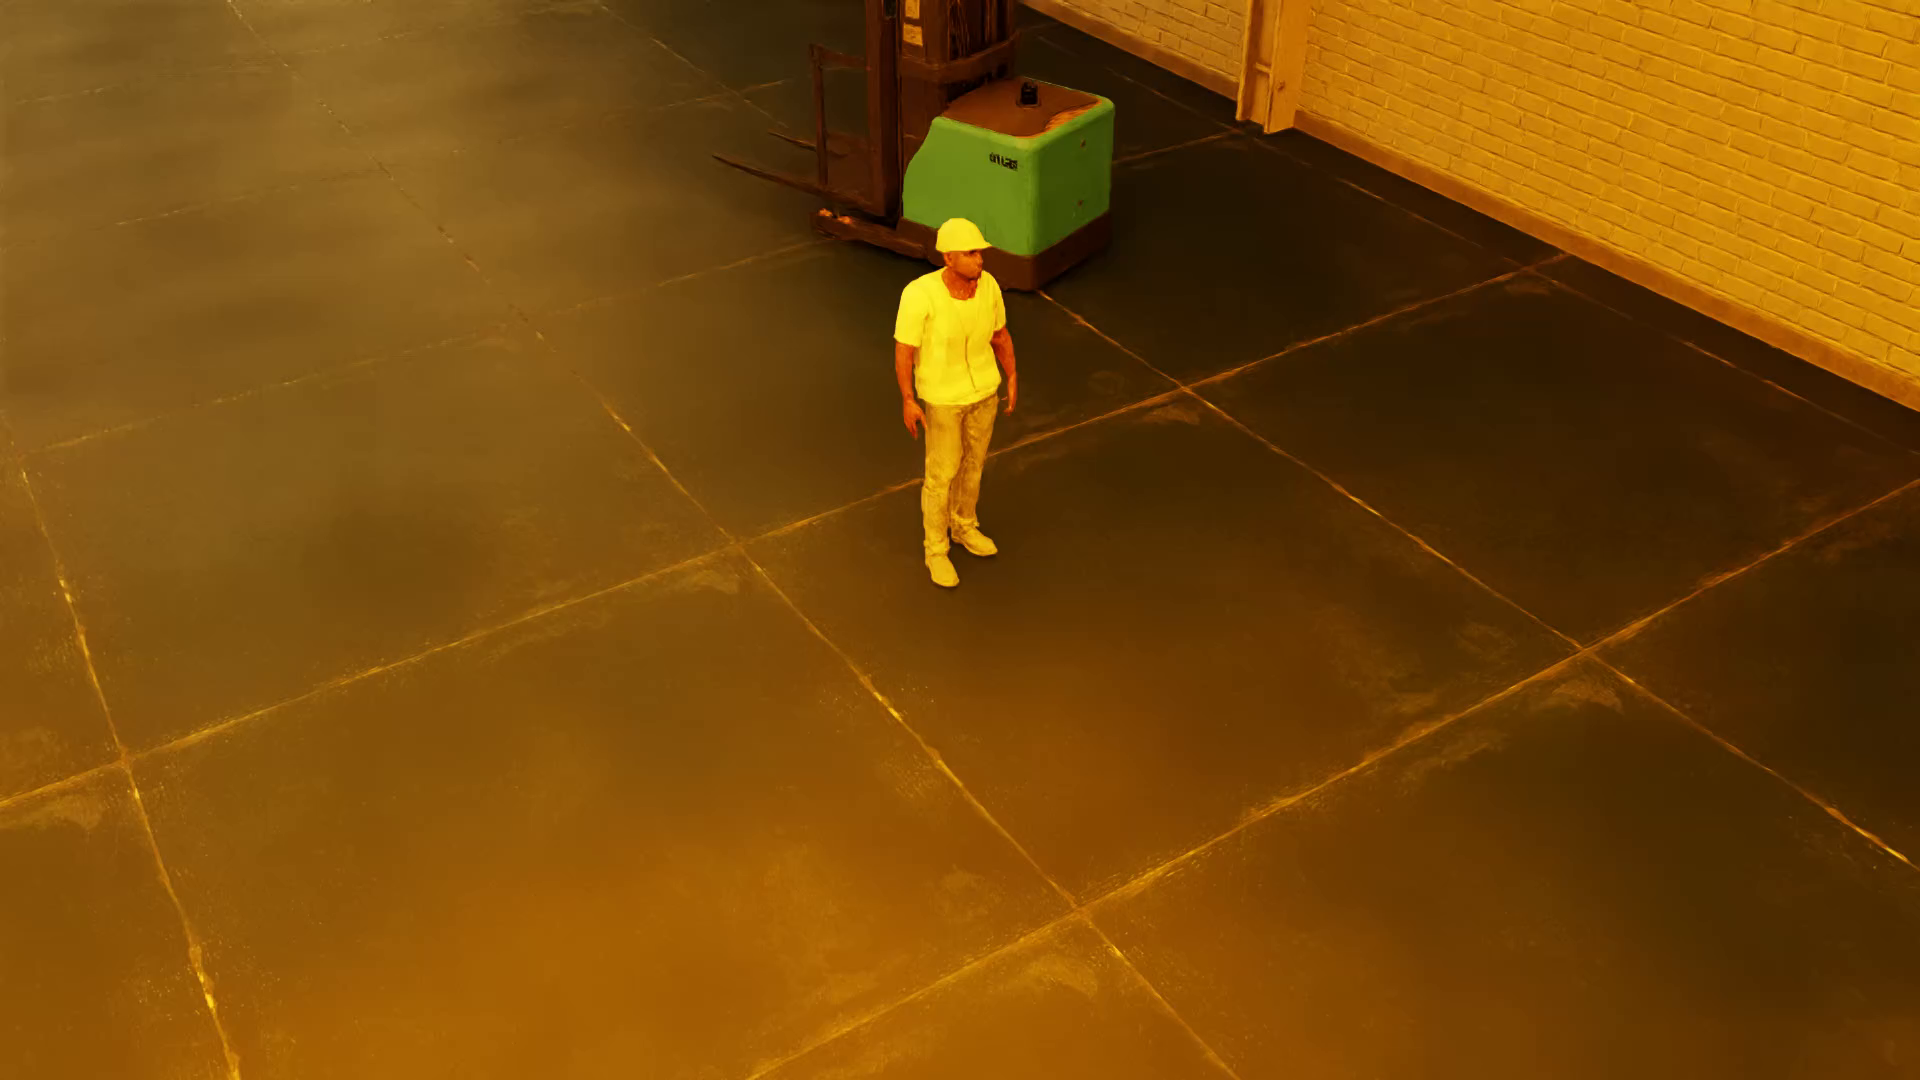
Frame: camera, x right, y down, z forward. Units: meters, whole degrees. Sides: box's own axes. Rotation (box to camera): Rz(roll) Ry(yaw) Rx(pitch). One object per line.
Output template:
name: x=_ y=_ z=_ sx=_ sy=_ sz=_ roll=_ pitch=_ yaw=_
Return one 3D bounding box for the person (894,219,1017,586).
person: x=0.033 y=-0.693 z=8.135 sx=0.665 sy=1.766 sz=0.576 roll=-21 pitch=40 yaw=-27

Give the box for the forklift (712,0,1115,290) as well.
forklift: x=-0.443 y=-3.520 z=11.158 sx=3.031 sy=2.935 sz=1.130 roll=23 pitch=41 yaw=29
